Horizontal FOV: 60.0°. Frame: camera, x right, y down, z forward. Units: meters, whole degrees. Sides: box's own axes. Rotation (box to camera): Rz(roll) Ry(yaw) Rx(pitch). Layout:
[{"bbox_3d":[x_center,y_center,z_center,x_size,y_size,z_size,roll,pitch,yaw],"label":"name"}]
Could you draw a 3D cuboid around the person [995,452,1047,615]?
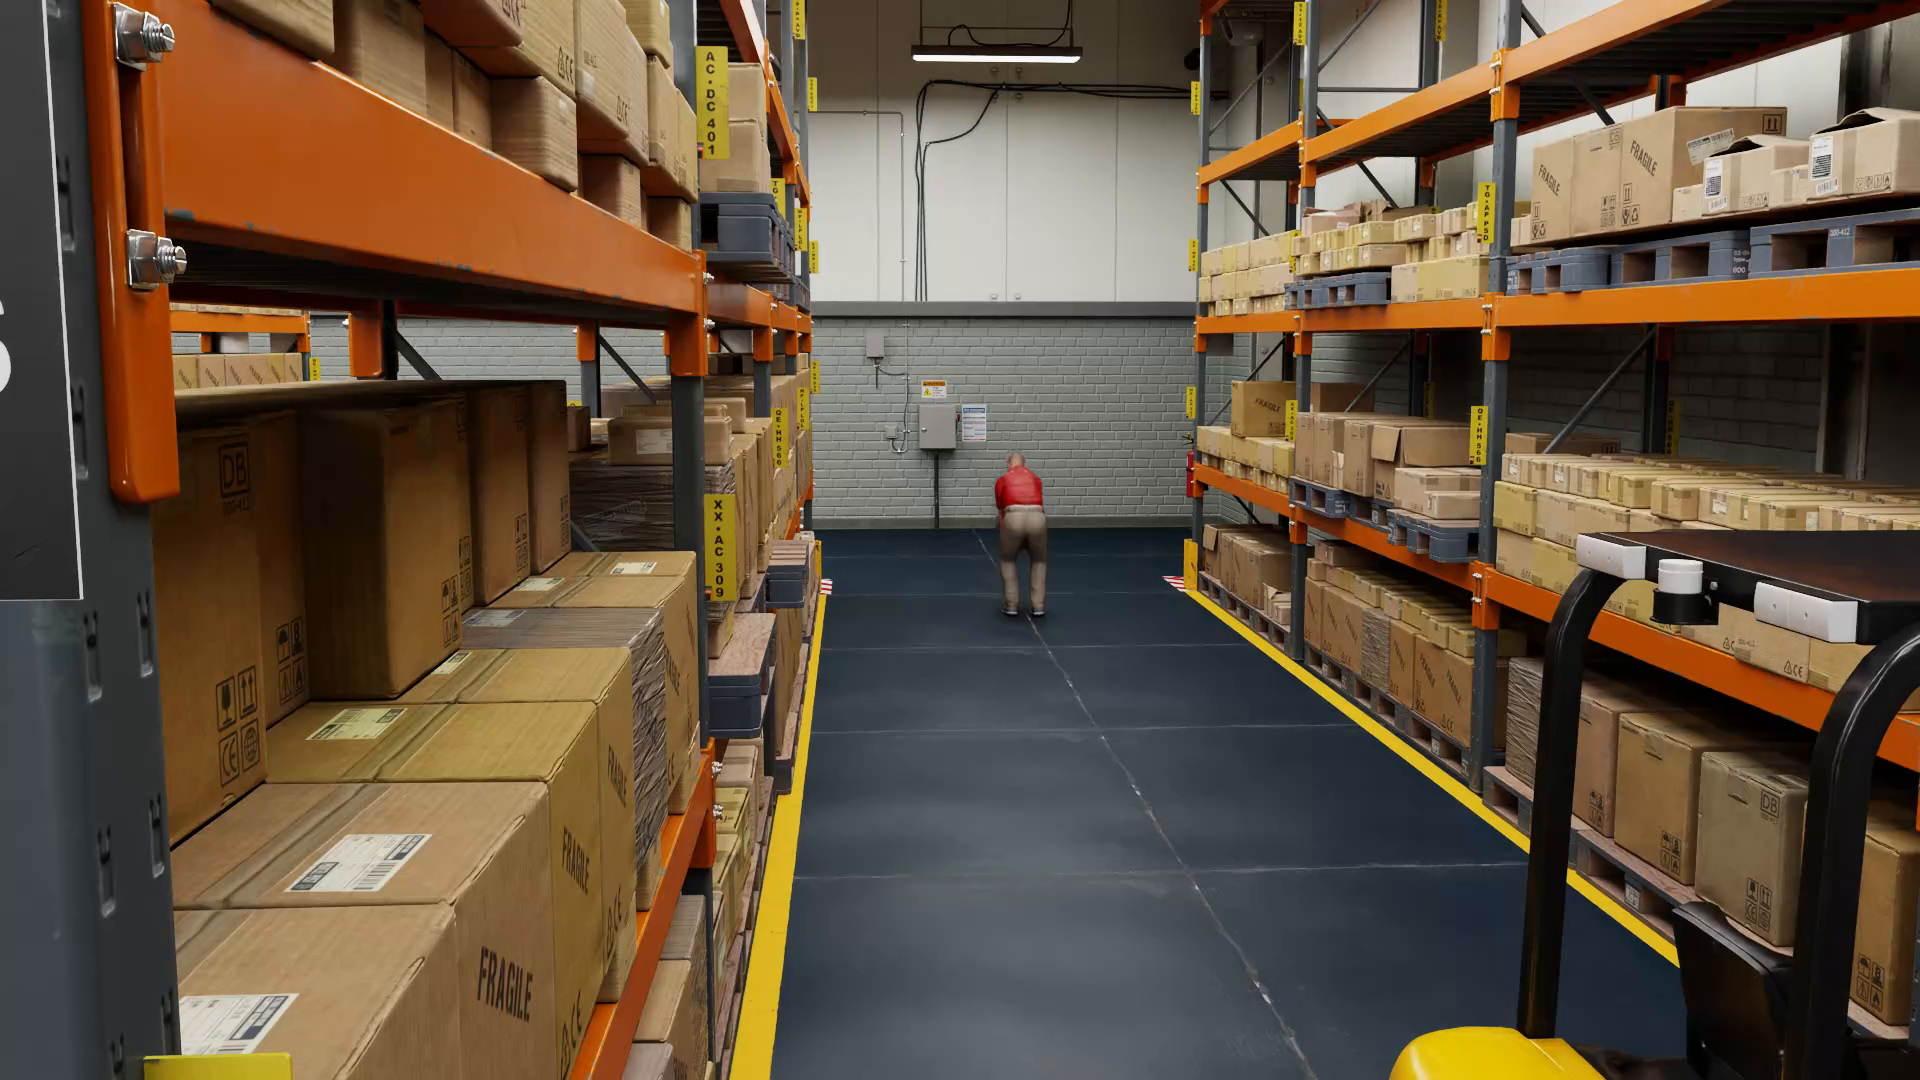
[{"bbox_3d":[0.577,-0.056,15.770,0.477,1.503,0.779,-1,7,-5],"label":"person"}]
